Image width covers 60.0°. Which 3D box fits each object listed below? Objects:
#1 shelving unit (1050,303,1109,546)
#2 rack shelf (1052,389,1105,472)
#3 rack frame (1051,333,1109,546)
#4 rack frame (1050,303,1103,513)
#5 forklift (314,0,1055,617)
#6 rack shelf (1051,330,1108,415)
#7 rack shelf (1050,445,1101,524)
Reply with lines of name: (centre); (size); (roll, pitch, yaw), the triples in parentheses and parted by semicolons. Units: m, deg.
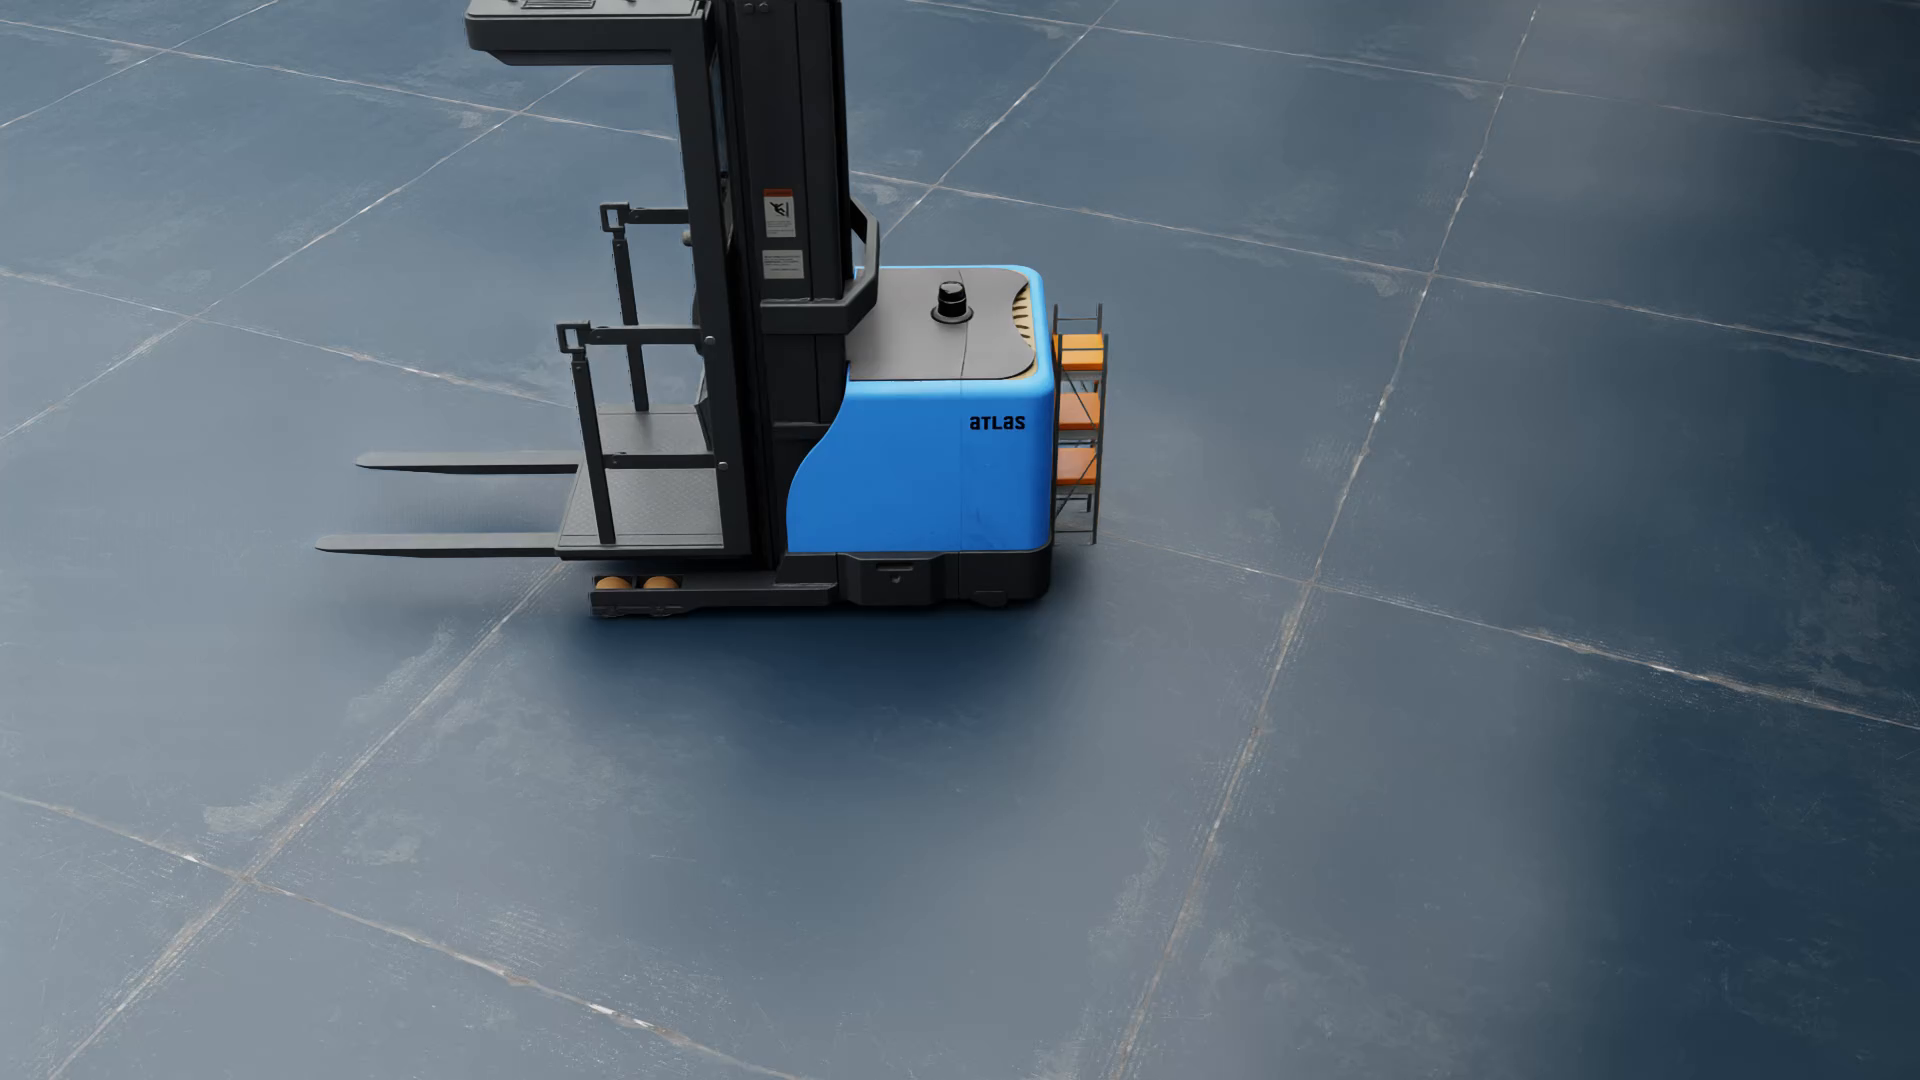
shelving unit: (0.487, -0.471, 7.004); (0.215, 1.050, 0.252); (-1, 37, -1)
rack shelf: (0.487, -0.463, 7.010); (0.215, 0.259, 0.240); (-1, 37, -1)
rack frame: (0.490, -0.398, 6.906); (0.200, 1.050, 0.008); (-1, 37, -1)
rack frame: (0.483, -0.544, 7.101); (0.200, 1.050, 0.008); (-1, 37, -1)
forklift: (-1.147, -1.177, 6.377); (3.031, 2.935, 1.130); (-1, 37, -1)
rack shelf: (0.487, -0.690, 6.840); (0.215, 0.259, 0.240); (-1, 37, -1)
rack shelf: (0.487, -0.240, 7.176); (0.215, 0.259, 0.240); (-1, 37, -1)
